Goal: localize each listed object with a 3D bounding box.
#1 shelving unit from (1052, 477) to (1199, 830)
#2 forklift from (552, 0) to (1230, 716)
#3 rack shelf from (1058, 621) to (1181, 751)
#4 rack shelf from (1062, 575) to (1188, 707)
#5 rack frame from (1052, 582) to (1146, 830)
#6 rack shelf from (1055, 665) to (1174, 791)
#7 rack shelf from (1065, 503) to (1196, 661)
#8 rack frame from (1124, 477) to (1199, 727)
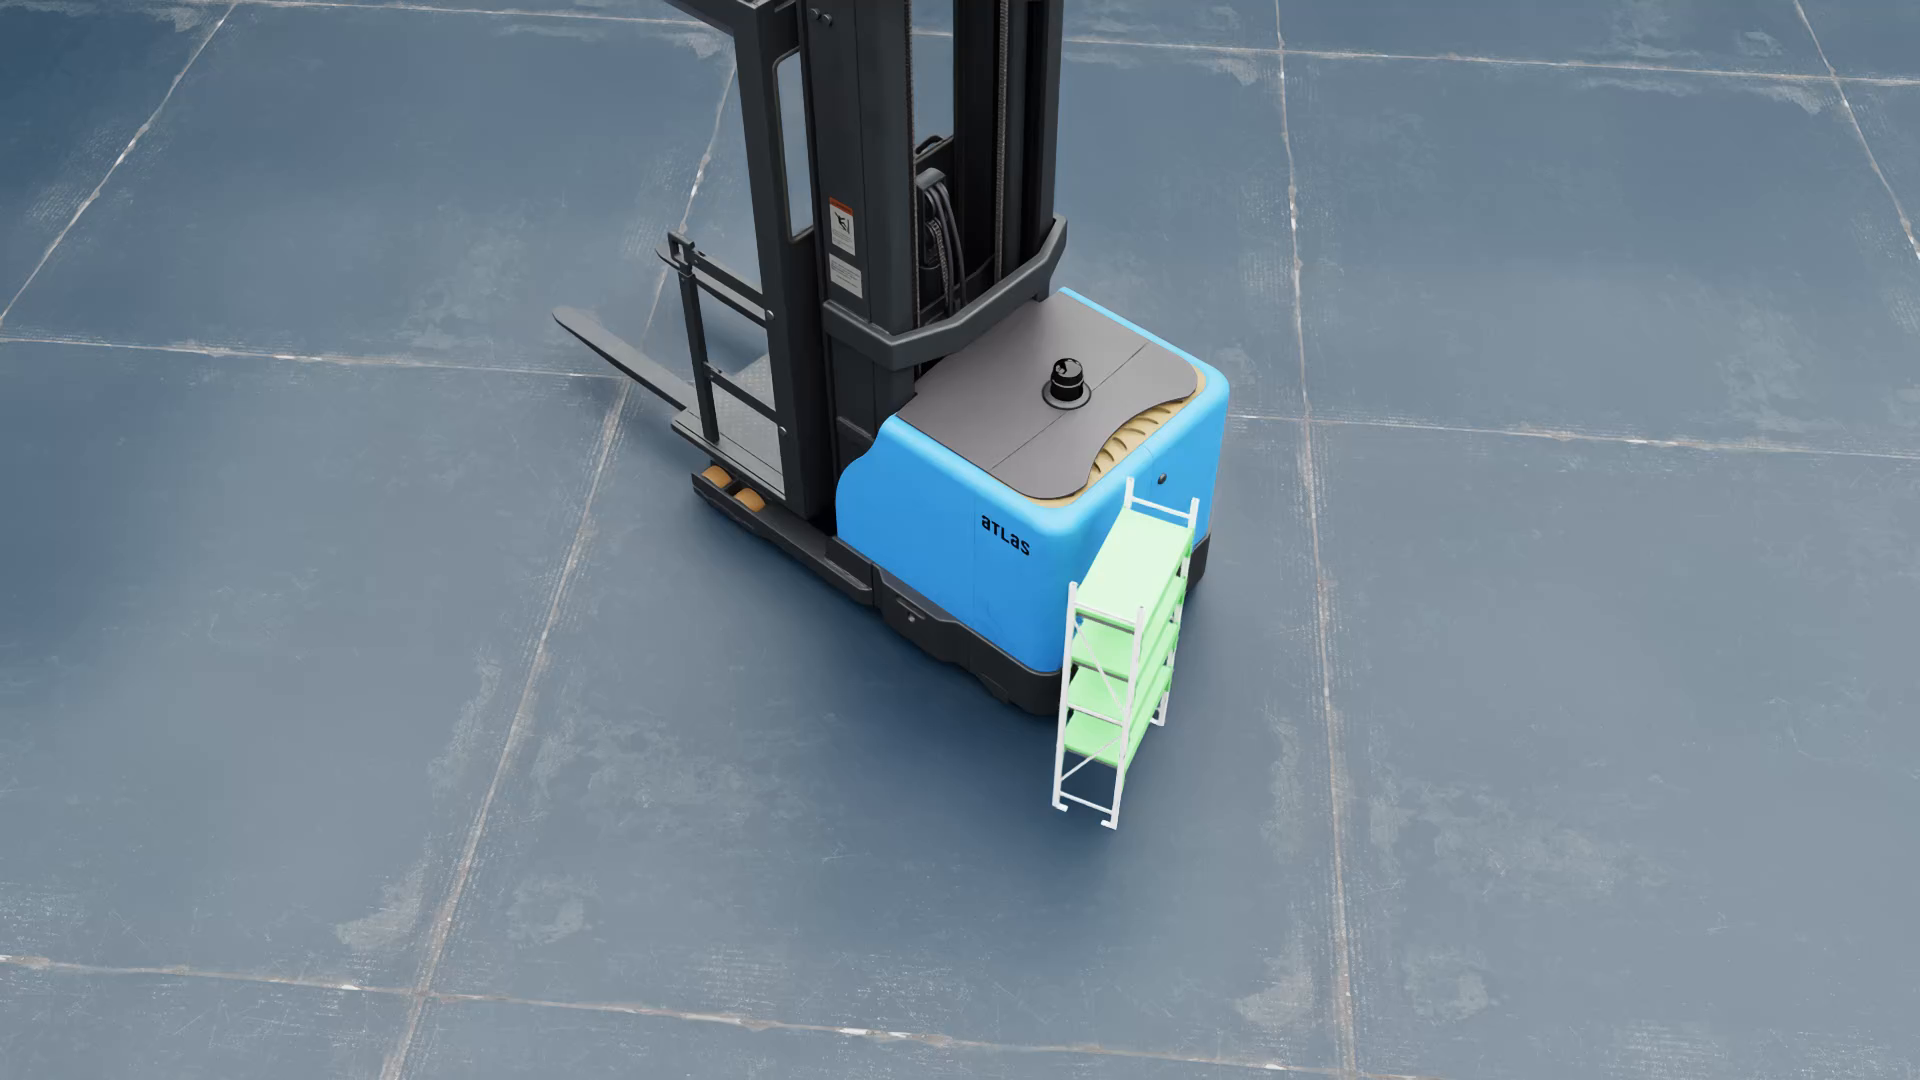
[{"bbox_3d":[0.543,0.408,5.589,0.258,1.200,0.503,19,50,16],"label":"shelving unit"},{"bbox_3d":[-0.467,-1.296,5.975,3.031,2.935,1.130,33,56,27],"label":"forklift"},{"bbox_3d":[0.543,0.451,5.636,0.258,0.148,0.480,19,50,16],"label":"rack shelf"},{"bbox_3d":[0.544,0.289,5.459,0.258,0.148,0.480,19,50,16],"label":"rack shelf"},{"bbox_3d":[0.442,0.572,5.439,0.240,1.200,0.015,19,50,16],"label":"rack frame"},{"bbox_3d":[0.543,0.613,5.814,0.258,0.148,0.480,19,50,16],"label":"rack shelf"},{"bbox_3d":[0.544,0.127,5.282,0.258,0.148,0.480,19,50,16],"label":"rack shelf"},{"bbox_3d":[0.645,0.244,5.739,0.240,1.200,0.015,19,50,16],"label":"rack frame"}]
